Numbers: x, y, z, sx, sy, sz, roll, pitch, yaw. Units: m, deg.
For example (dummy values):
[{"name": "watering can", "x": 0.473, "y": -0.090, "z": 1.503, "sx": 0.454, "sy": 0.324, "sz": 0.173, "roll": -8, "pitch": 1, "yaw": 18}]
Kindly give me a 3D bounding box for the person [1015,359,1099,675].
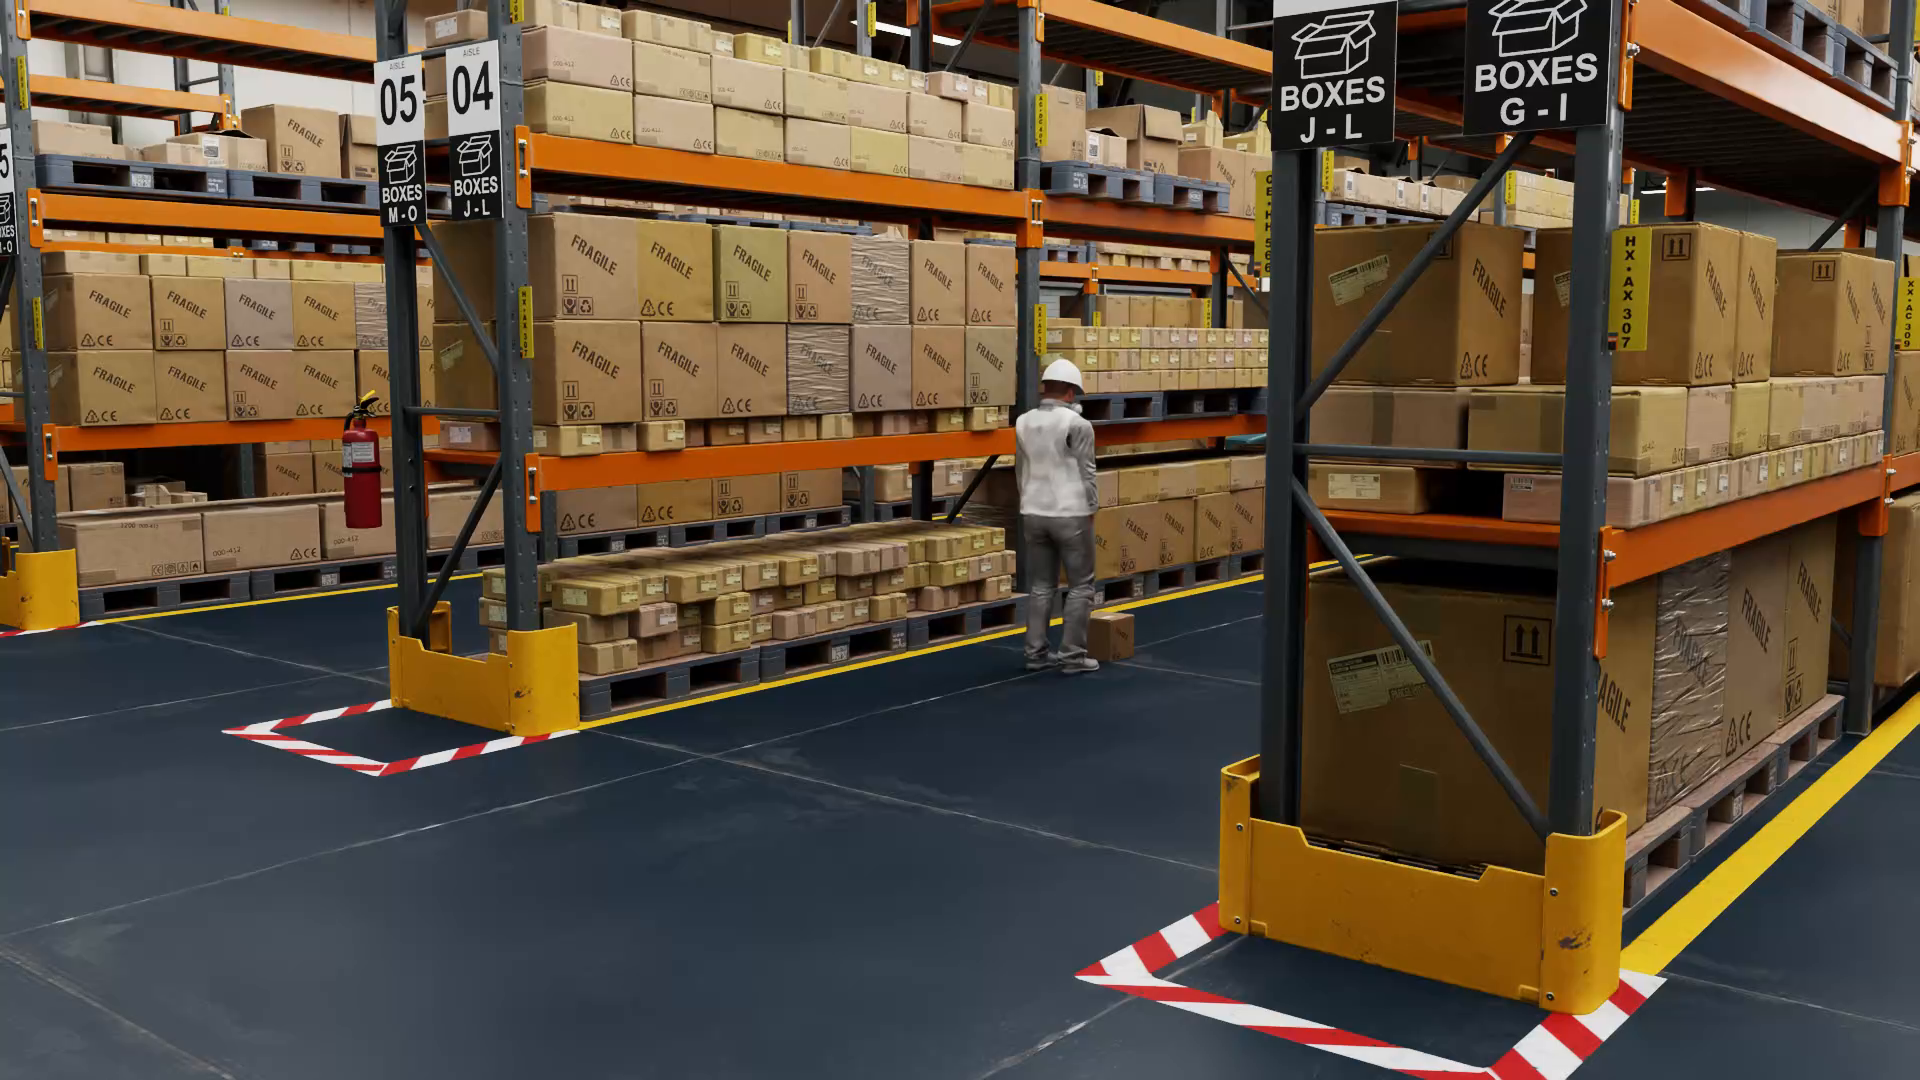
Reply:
[{"name": "person", "x": 0.547, "y": -0.133, "z": 9.378, "sx": 0.540, "sy": 1.759, "sz": 0.389, "roll": 6, "pitch": 9, "yaw": 40}]
